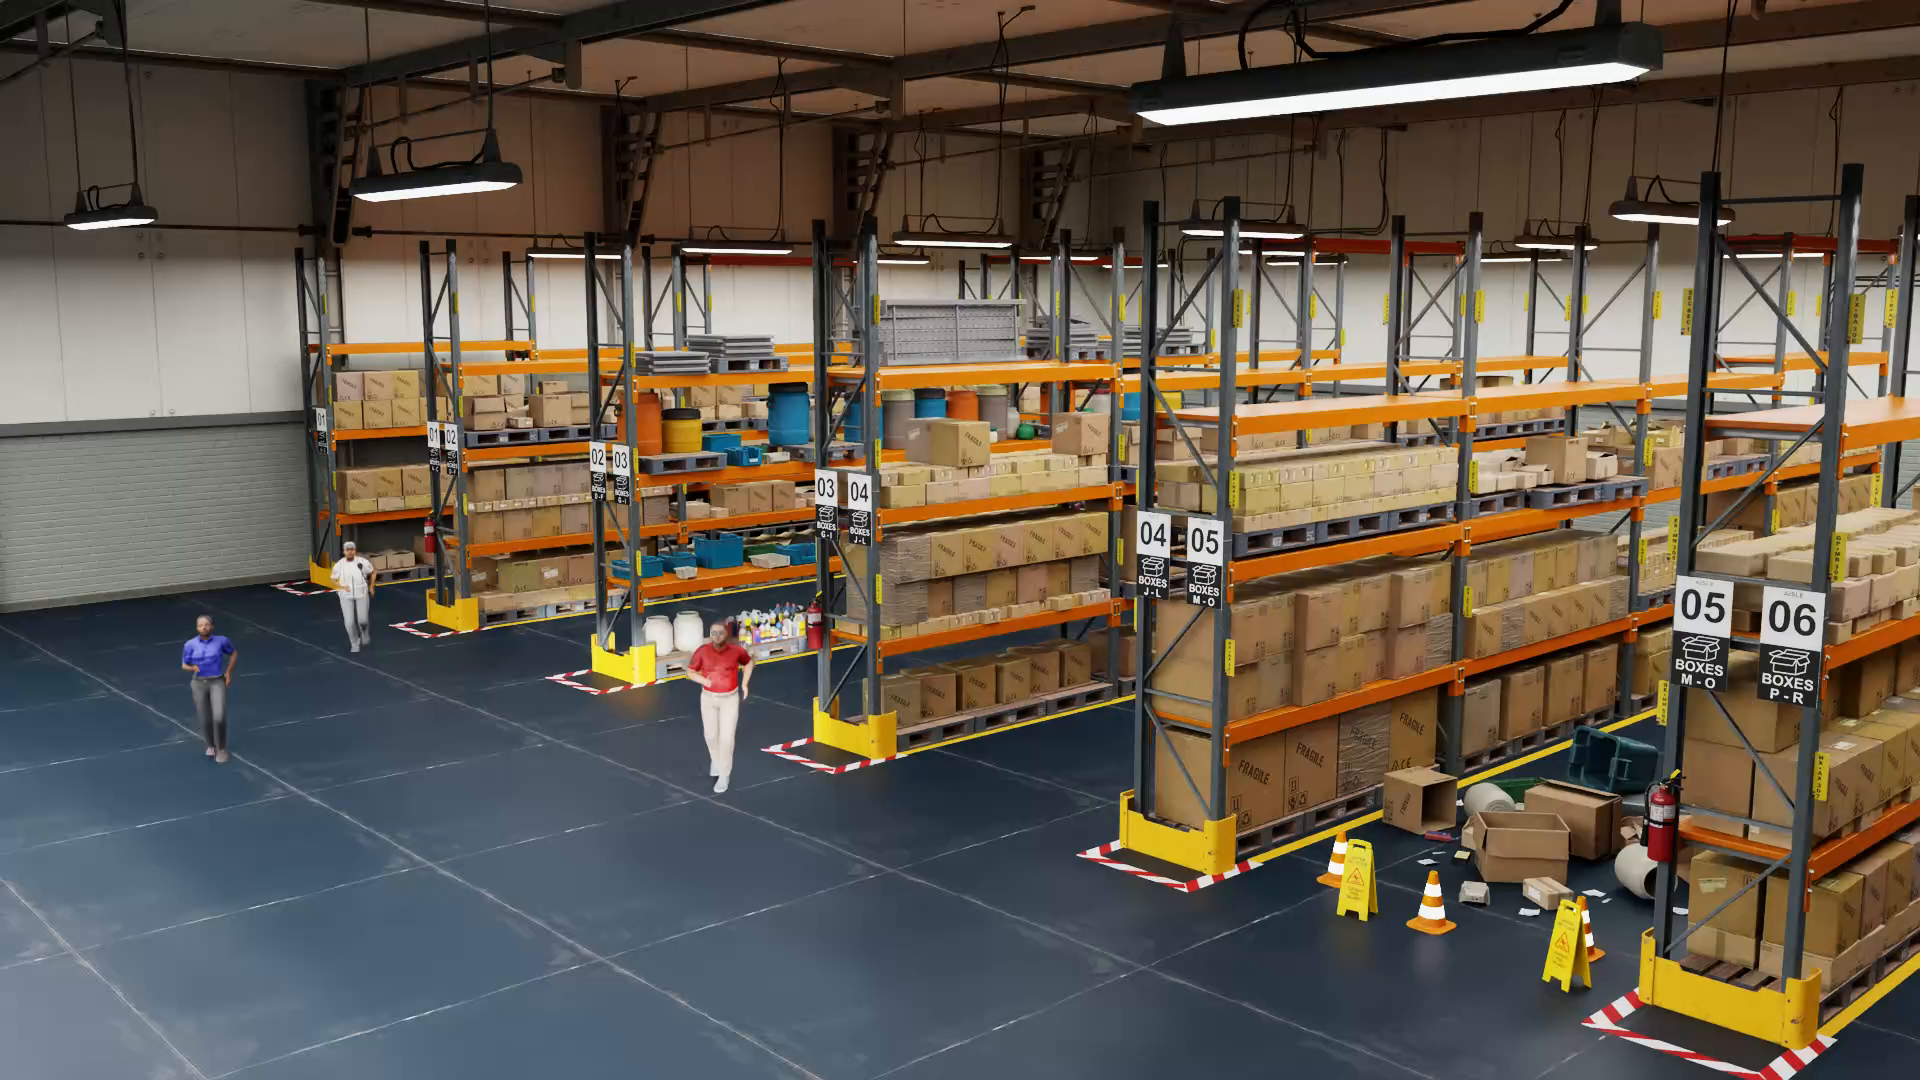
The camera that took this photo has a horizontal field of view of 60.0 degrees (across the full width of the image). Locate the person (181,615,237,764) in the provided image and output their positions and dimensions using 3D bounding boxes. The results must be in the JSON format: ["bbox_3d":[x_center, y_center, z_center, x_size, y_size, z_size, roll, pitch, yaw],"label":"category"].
[{"bbox_3d":[-8.320,1.674,18.458,0.555,1.671,0.660,-3,9,-19],"label":"person"}]

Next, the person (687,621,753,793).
[{"bbox_3d":[-2.550,1.719,17.632,0.672,1.734,0.884,0,8,0],"label":"person"}]

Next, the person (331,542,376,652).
[{"bbox_3d":[-8.810,0.829,24.182,0.624,1.622,0.568,-3,9,-17],"label":"person"}]
